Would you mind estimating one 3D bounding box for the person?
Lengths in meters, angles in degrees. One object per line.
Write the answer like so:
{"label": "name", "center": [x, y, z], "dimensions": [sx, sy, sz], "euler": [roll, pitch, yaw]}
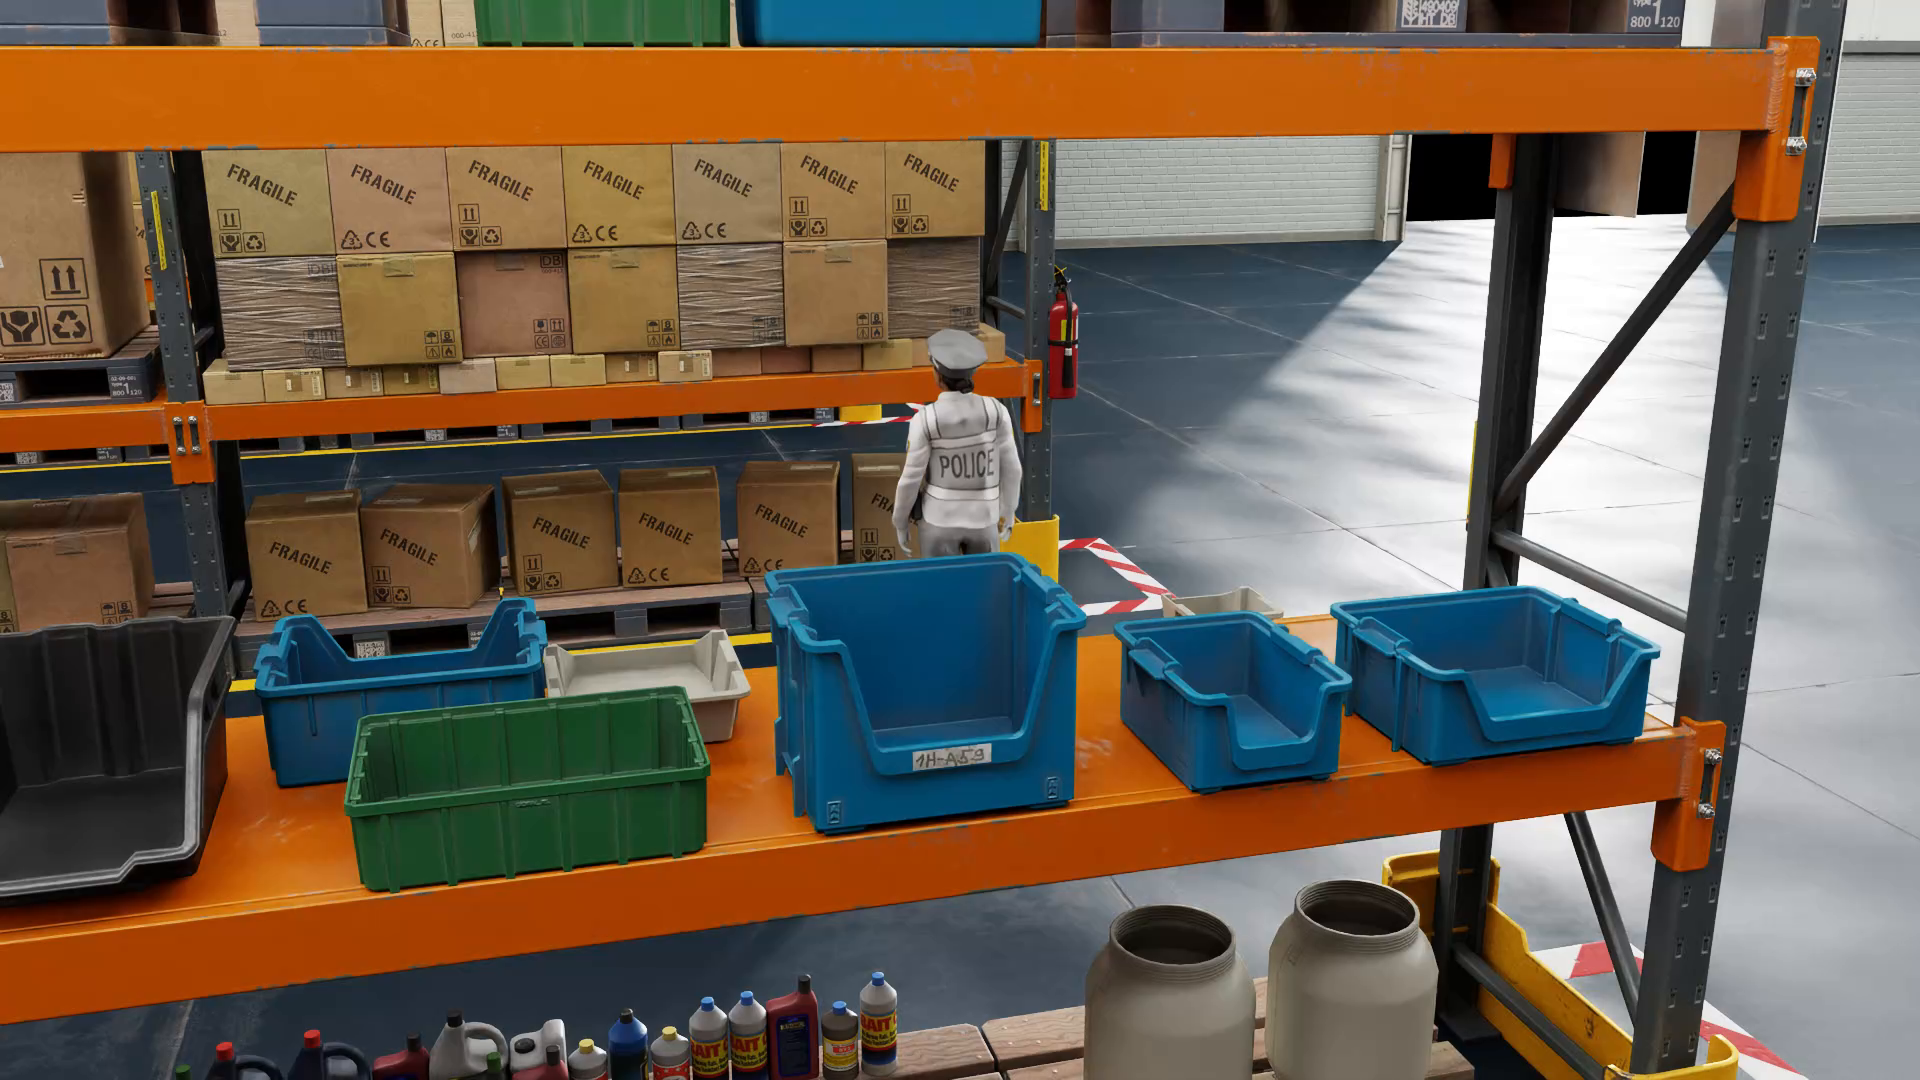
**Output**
{"label": "person", "center": [-0.021, -0.088, 7.244], "dimensions": [0.580, 1.695, 0.535], "euler": [-4, 17, -15]}
